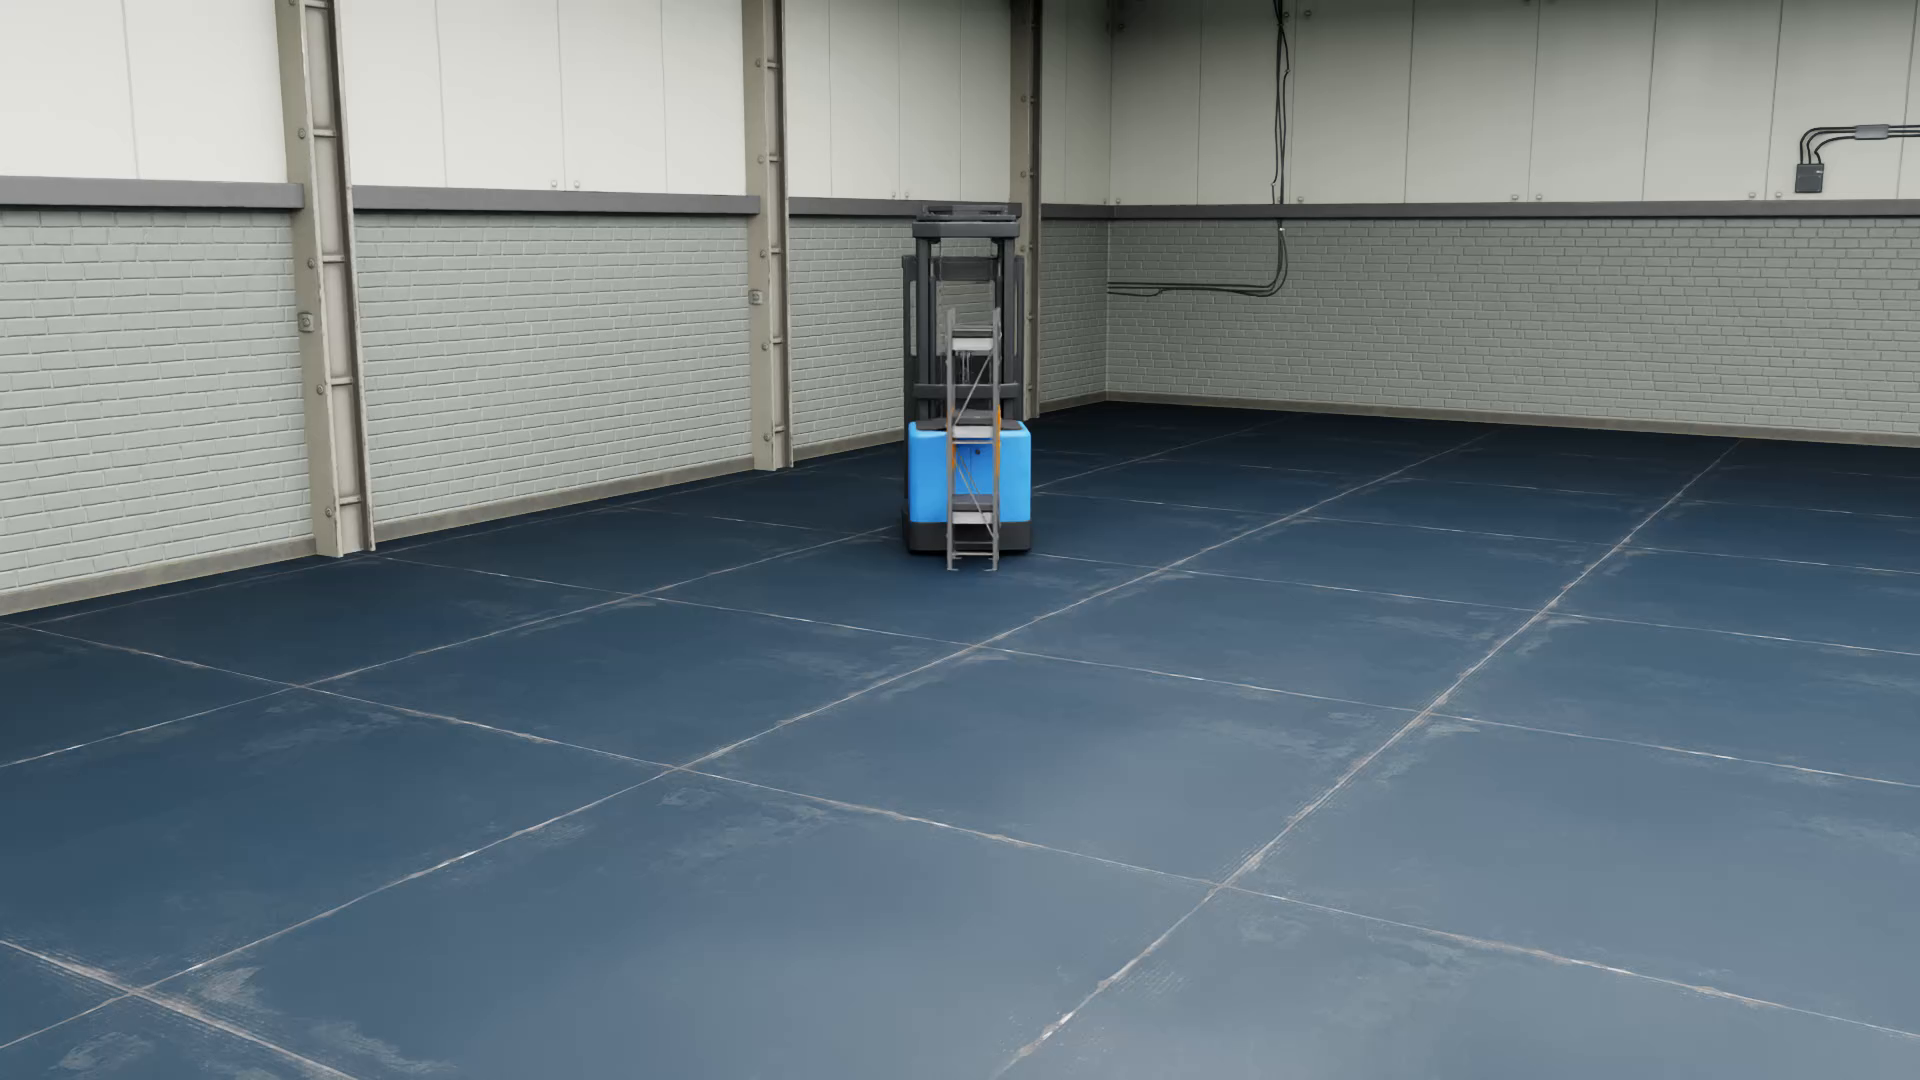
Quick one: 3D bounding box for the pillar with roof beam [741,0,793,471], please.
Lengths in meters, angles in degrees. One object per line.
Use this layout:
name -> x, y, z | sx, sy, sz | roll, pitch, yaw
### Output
pillar with roof beam -> 1.501, -4.853, 16.337 | 9.100, 9.000, 0.400 | 6, 12, 31

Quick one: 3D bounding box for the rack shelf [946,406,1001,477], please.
rack shelf -> 0.113, -0.810, 13.562 | 0.431, 0.518, 0.480 | 1, 11, 3

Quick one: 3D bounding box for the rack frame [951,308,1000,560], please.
rack frame -> 0.126, -0.868, 13.799 | 0.400, 2.100, 0.015 | 1, 11, 3

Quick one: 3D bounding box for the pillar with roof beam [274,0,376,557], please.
pillar with roof beam -> -1.614, -3.909, 11.297 | 9.100, 9.000, 0.400 | 6, 12, 31

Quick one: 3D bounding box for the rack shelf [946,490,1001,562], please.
rack shelf -> 0.113, -0.122, 13.691 | 0.431, 0.518, 0.480 | 1, 11, 3

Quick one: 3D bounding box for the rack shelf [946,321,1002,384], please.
rack shelf -> 0.113, -1.498, 13.433 | 0.431, 0.518, 0.480 | 1, 11, 3

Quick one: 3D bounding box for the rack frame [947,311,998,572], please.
rack frame -> 0.100, -0.778, 13.320 | 0.400, 2.100, 0.015 | 1, 11, 3

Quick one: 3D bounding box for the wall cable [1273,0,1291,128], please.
wall cable -> 5.908, -7.243, 23.815 | 3.097, 2.526, 0.112 | 6, 12, 31

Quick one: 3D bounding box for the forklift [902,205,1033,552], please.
forklift -> 0.021, -1.562, 15.245 | 1.130, 2.935, 3.031 | 0, 11, -3

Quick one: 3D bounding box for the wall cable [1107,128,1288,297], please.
wall cable -> 3.596, -5.019, 25.660 | 3.097, 2.526, 0.112 | 6, 12, 31

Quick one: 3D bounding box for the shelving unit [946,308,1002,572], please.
shelving unit -> 0.113, -0.823, 13.559 | 0.431, 2.100, 0.503 | 1, 11, 3

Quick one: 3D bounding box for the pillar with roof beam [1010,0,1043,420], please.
pillar with roof beam -> 4.616, -5.797, 21.377 | 9.100, 9.000, 0.400 | 6, 12, 31

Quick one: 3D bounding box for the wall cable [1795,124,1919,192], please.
wall cable -> 11.702, -7.307, 20.204 | 2.305, 6.003, 0.169 | 6, 12, 31
